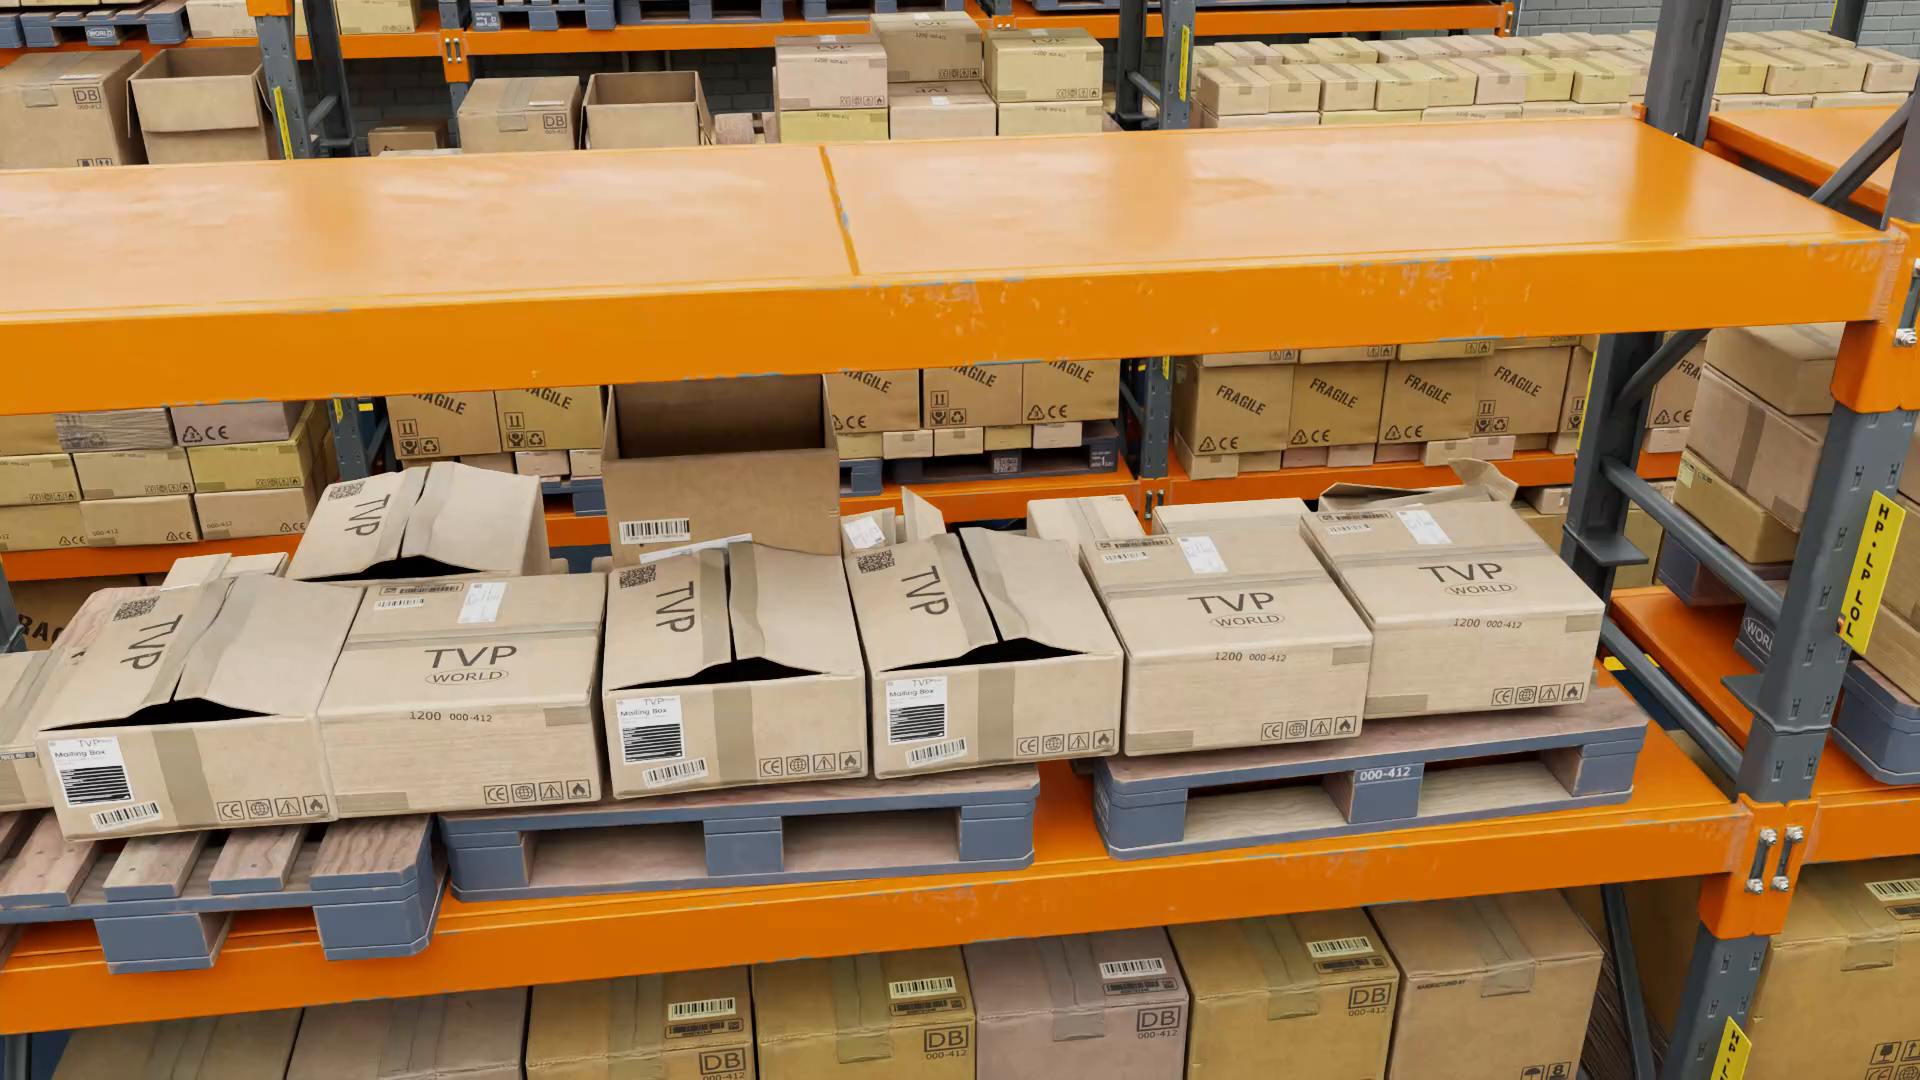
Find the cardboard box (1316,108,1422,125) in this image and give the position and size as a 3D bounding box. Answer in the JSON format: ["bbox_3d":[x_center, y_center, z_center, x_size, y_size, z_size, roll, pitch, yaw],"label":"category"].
[{"bbox_3d":[1.933,-2.047,8.209,0.500,0.250,0.500,-4,27,-8],"label":"cardboard box"}]

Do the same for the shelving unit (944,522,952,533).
[{"bbox_3d":[-0.194,-0.351,10.321,0.189,1.200,0.258,-15,31,-26],"label":"shelving unit"}]

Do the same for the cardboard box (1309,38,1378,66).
[{"bbox_3d":[1.989,-2.505,8.665,0.250,0.149,0.380,-3,27,-6],"label":"cardboard box"}]

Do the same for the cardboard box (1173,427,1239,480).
[{"bbox_3d":[1.307,-0.469,8.855,0.250,0.149,0.380,-4,27,-7],"label":"cardboard box"}]

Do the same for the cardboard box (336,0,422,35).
[{"bbox_3d":[-4.180,-3.820,11.990,0.500,0.250,0.500,-5,28,-9],"label":"cardboard box"}]

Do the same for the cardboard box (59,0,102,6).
[{"bbox_3d":[-6.052,-3.812,11.515,0.250,0.149,0.380,-3,27,-6],"label":"cardboard box"}]

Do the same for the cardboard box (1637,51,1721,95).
[{"bbox_3d":[3.605,-2.354,8.370,0.250,0.149,0.380,-4,27,-7],"label":"cardboard box"}]

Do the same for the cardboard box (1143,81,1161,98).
[{"bbox_3d":[1.542,-3.643,13.621,0.250,0.149,0.380,-4,27,-8],"label":"cardboard box"}]

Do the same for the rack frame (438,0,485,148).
[{"bbox_3d":[-3.706,-2.695,12.918,0.127,3.000,1.000,-4,27,-7],"label":"rack frame"}]

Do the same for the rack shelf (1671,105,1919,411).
[{"bbox_3d":[3.720,-0.772,3.827,4.000,0.370,1.077,-4,27,-7],"label":"rack shelf"}]

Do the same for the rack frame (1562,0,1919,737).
[{"bbox_3d":[1.740,-1.143,3.323,0.127,3.000,1.000,-4,27,-7],"label":"rack frame"}]

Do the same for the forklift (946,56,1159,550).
[{"bbox_3d":[0.648,-1.779,11.209,1.130,2.935,3.031,17,32,30],"label":"forklift"}]

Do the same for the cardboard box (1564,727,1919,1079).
[{"bbox_3d":[2.110,0.971,4.428,0.550,0.550,0.875,-4,27,-7],"label":"cardboard box"}]

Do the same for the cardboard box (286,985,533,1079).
[{"bbox_3d":[-1.275,1.234,4.057,0.500,0.500,0.700,-4,27,-8],"label":"cardboard box"}]

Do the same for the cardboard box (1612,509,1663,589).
[{"bbox_3d":[3.638,-0.053,9.501,0.500,0.500,0.500,-3,27,-5],"label":"cardboard box"}]

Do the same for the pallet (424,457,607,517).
[{"bbox_3d":[-2.320,-0.459,8.772,1.003,0.211,1.213,-4,27,-7],"label":"pallet"}]

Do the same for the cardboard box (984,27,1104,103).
[{"bbox_3d":[0.394,-2.288,7.997,0.500,0.250,0.500,-3,27,-6],"label":"cardboard box"}]

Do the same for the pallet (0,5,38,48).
[{"bbox_3d":[-7.011,-3.701,11.800,1.003,0.211,1.213,-4,27,-7],"label":"pallet"}]

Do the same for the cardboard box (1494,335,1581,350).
[{"bbox_3d":[2.930,-1.374,8.813,0.500,0.500,0.700,-4,27,-7],"label":"cardboard box"}]

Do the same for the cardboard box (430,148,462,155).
[{"bbox_3d":[-2.483,-1.808,8.180,0.250,0.149,0.380,-4,27,-7],"label":"cardboard box"}]

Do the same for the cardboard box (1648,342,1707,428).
[{"bbox_3d":[3.916,-0.948,9.079,0.500,0.500,0.500,-4,27,-7],"label":"cardboard box"}]

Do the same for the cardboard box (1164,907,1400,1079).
[{"bbox_3d":[0.740,1.104,4.310,0.500,0.500,0.700,-4,27,-8],"label":"cardboard box"}]

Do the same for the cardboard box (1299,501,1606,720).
[{"bbox_3d":[1.063,0.144,3.695,0.500,0.250,0.500,-3,27,-7],"label":"cardboard box"}]

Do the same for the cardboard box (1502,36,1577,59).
[{"bbox_3d":[3.020,-2.524,8.703,0.250,0.149,0.380,-3,27,-6],"label":"cardboard box"}]

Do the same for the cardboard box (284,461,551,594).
[{"bbox_3d":[-1.228,0.052,3.808,0.500,0.311,0.500,-4,27,-7],"label":"cardboard box"}]

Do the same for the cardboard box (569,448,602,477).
[{"bbox_3d":[-1.826,-0.470,8.398,0.250,0.149,0.380,-4,27,-7],"label":"cardboard box"}]

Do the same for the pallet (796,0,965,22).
[{"bbox_3d":[-0.617,-4.137,12.652,1.217,0.209,0.805,-5,28,-9],"label":"pallet"}]

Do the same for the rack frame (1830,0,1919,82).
[{"bbox_3d":[4.911,-3.629,8.168,0.127,3.000,1.000,-4,27,-7],"label":"rack frame"}]

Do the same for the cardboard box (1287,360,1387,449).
[{"bbox_3d":[1.919,-0.827,8.843,0.500,0.500,0.500,-4,27,-7],"label":"cardboard box"}]

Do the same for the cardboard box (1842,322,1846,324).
[{"bbox_3d":[2.308,-0.466,4.122,0.250,0.149,0.380,-4,27,-7],"label":"cardboard box"}]

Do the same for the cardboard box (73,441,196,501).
[{"bbox_3d":[-3.962,-0.427,8.115,0.500,0.250,0.500,-4,27,-8],"label":"cardboard box"}]

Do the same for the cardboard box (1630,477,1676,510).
[{"bbox_3d":[3.800,-0.323,9.316,0.250,0.149,0.380,-3,27,-6],"label":"cardboard box"}]

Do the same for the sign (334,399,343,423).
[{"bbox_3d":[-2.930,-0.715,7.793,0.005,0.325,0.100,-4,27,-7],"label":"sign"}]

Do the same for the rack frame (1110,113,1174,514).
[{"bbox_3d":[0.950,-0.705,9.042,0.127,3.000,1.000,-4,27,-7],"label":"rack frame"}]

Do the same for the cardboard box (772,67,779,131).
[{"bbox_3d":[-0.682,-2.229,8.430,0.500,0.250,0.500,-4,27,-8],"label":"cardboard box"}]

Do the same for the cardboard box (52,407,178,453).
[{"bbox_3d":[-3.993,-0.753,7.929,0.500,0.500,0.500,-3,27,-6],"label":"cardboard box"}]

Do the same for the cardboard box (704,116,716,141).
[{"bbox_3d":[-1.894,-3.246,13.173,0.250,0.149,0.380,-3,27,-6],"label":"cardboard box"}]

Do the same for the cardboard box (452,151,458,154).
[{"bbox_3d":[-2.422,-1.685,7.813,0.258,0.266,0.396,-4,27,-7],"label":"cardboard box"}]

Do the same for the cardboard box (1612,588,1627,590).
[{"bbox_3d":[3.634,0.279,9.675,0.500,0.250,0.500,-4,27,-7],"label":"cardboard box"}]

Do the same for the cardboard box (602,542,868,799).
[{"bbox_3d":[-0.469,0.243,3.436,0.500,0.311,0.500,-4,27,-8],"label":"cardboard box"}]

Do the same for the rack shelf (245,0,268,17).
[{"bbox_3d":[-4.991,-2.495,7.184,4.000,0.370,1.077,-4,27,-7],"label":"rack shelf"}]

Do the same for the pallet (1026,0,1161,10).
[{"bbox_3d":[1.096,-4.310,12.878,1.213,0.211,1.003,-4,27,-7],"label":"pallet"}]

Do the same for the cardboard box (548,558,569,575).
[{"bbox_3d":[-2.450,0.500,9.111,0.625,0.372,0.950,-5,28,-11],"label":"cardboard box"}]

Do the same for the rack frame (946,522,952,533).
[{"bbox_3d":[-0.114,-0.372,10.361,0.006,1.200,0.240,-15,31,-26],"label":"rack frame"}]

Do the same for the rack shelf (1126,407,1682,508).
[{"bbox_3d":[2.931,-0.513,9.454,4.000,0.370,1.077,-4,27,-7],"label":"rack shelf"}]

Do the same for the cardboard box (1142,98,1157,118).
[{"bbox_3d":[1.379,-3.348,13.047,0.250,0.149,0.380,-3,27,-6],"label":"cardboard box"}]

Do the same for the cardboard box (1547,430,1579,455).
[{"bbox_3d":[3.314,-0.615,9.140,0.250,0.149,0.380,-4,27,-8],"label":"cardboard box"}]

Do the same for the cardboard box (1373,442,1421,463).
[{"bbox_3d":[2.318,-0.570,9.053,0.250,0.149,0.380,-4,27,-7],"label":"cardboard box"}]

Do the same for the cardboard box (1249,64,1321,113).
[{"bbox_3d":[1.561,-2.185,8.041,0.250,0.149,0.380,-3,27,-6],"label":"cardboard box"}]

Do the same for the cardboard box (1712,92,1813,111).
[{"bbox_3d":[3.942,-2.180,8.469,0.500,0.250,0.500,-4,27,-8],"label":"cardboard box"}]

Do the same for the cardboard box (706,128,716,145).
[{"bbox_3d":[-1.829,-3.062,12.814,0.250,0.149,0.380,-4,27,-7],"label":"cardboard box"}]

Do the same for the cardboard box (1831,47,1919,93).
[{"bbox_3d":[4.617,-2.382,8.426,0.250,0.149,0.380,-3,27,-7],"label":"cardboard box"}]

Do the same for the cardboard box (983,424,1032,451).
[{"bbox_3d":[0.215,-0.614,8.679,0.250,0.149,0.380,-4,28,-9],"label":"cardboard box"}]

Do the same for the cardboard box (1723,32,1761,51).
[{"bbox_3d":[4.027,-2.596,8.842,0.250,0.149,0.380,-4,27,-7],"label":"cardboard box"}]

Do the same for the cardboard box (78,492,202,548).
[{"bbox_3d":[-3.979,-0.195,8.211,0.500,0.250,0.500,-3,27,-6],"label":"cardboard box"}]

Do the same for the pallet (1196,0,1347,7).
[{"bbox_3d":[2.301,-4.386,13.027,1.213,0.211,1.003,-4,27,-7],"label":"pallet"}]

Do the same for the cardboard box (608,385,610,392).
[{"bbox_3d":[-1.493,-0.812,8.354,0.500,0.500,0.500,-3,27,-6],"label":"cardboard box"}]

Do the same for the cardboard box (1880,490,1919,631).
[{"bbox_3d":[2.263,-0.010,3.670,0.500,0.250,0.500,-4,27,-7],"label":"cardboard box"}]

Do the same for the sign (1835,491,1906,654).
[{"bbox_3d":[1.825,0.066,3.341,0.005,0.325,0.100,-4,27,-7],"label":"sign"}]

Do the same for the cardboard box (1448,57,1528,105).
[{"bbox_3d":[2.590,-2.263,8.193,0.250,0.149,0.380,-4,27,-8],"label":"cardboard box"}]
